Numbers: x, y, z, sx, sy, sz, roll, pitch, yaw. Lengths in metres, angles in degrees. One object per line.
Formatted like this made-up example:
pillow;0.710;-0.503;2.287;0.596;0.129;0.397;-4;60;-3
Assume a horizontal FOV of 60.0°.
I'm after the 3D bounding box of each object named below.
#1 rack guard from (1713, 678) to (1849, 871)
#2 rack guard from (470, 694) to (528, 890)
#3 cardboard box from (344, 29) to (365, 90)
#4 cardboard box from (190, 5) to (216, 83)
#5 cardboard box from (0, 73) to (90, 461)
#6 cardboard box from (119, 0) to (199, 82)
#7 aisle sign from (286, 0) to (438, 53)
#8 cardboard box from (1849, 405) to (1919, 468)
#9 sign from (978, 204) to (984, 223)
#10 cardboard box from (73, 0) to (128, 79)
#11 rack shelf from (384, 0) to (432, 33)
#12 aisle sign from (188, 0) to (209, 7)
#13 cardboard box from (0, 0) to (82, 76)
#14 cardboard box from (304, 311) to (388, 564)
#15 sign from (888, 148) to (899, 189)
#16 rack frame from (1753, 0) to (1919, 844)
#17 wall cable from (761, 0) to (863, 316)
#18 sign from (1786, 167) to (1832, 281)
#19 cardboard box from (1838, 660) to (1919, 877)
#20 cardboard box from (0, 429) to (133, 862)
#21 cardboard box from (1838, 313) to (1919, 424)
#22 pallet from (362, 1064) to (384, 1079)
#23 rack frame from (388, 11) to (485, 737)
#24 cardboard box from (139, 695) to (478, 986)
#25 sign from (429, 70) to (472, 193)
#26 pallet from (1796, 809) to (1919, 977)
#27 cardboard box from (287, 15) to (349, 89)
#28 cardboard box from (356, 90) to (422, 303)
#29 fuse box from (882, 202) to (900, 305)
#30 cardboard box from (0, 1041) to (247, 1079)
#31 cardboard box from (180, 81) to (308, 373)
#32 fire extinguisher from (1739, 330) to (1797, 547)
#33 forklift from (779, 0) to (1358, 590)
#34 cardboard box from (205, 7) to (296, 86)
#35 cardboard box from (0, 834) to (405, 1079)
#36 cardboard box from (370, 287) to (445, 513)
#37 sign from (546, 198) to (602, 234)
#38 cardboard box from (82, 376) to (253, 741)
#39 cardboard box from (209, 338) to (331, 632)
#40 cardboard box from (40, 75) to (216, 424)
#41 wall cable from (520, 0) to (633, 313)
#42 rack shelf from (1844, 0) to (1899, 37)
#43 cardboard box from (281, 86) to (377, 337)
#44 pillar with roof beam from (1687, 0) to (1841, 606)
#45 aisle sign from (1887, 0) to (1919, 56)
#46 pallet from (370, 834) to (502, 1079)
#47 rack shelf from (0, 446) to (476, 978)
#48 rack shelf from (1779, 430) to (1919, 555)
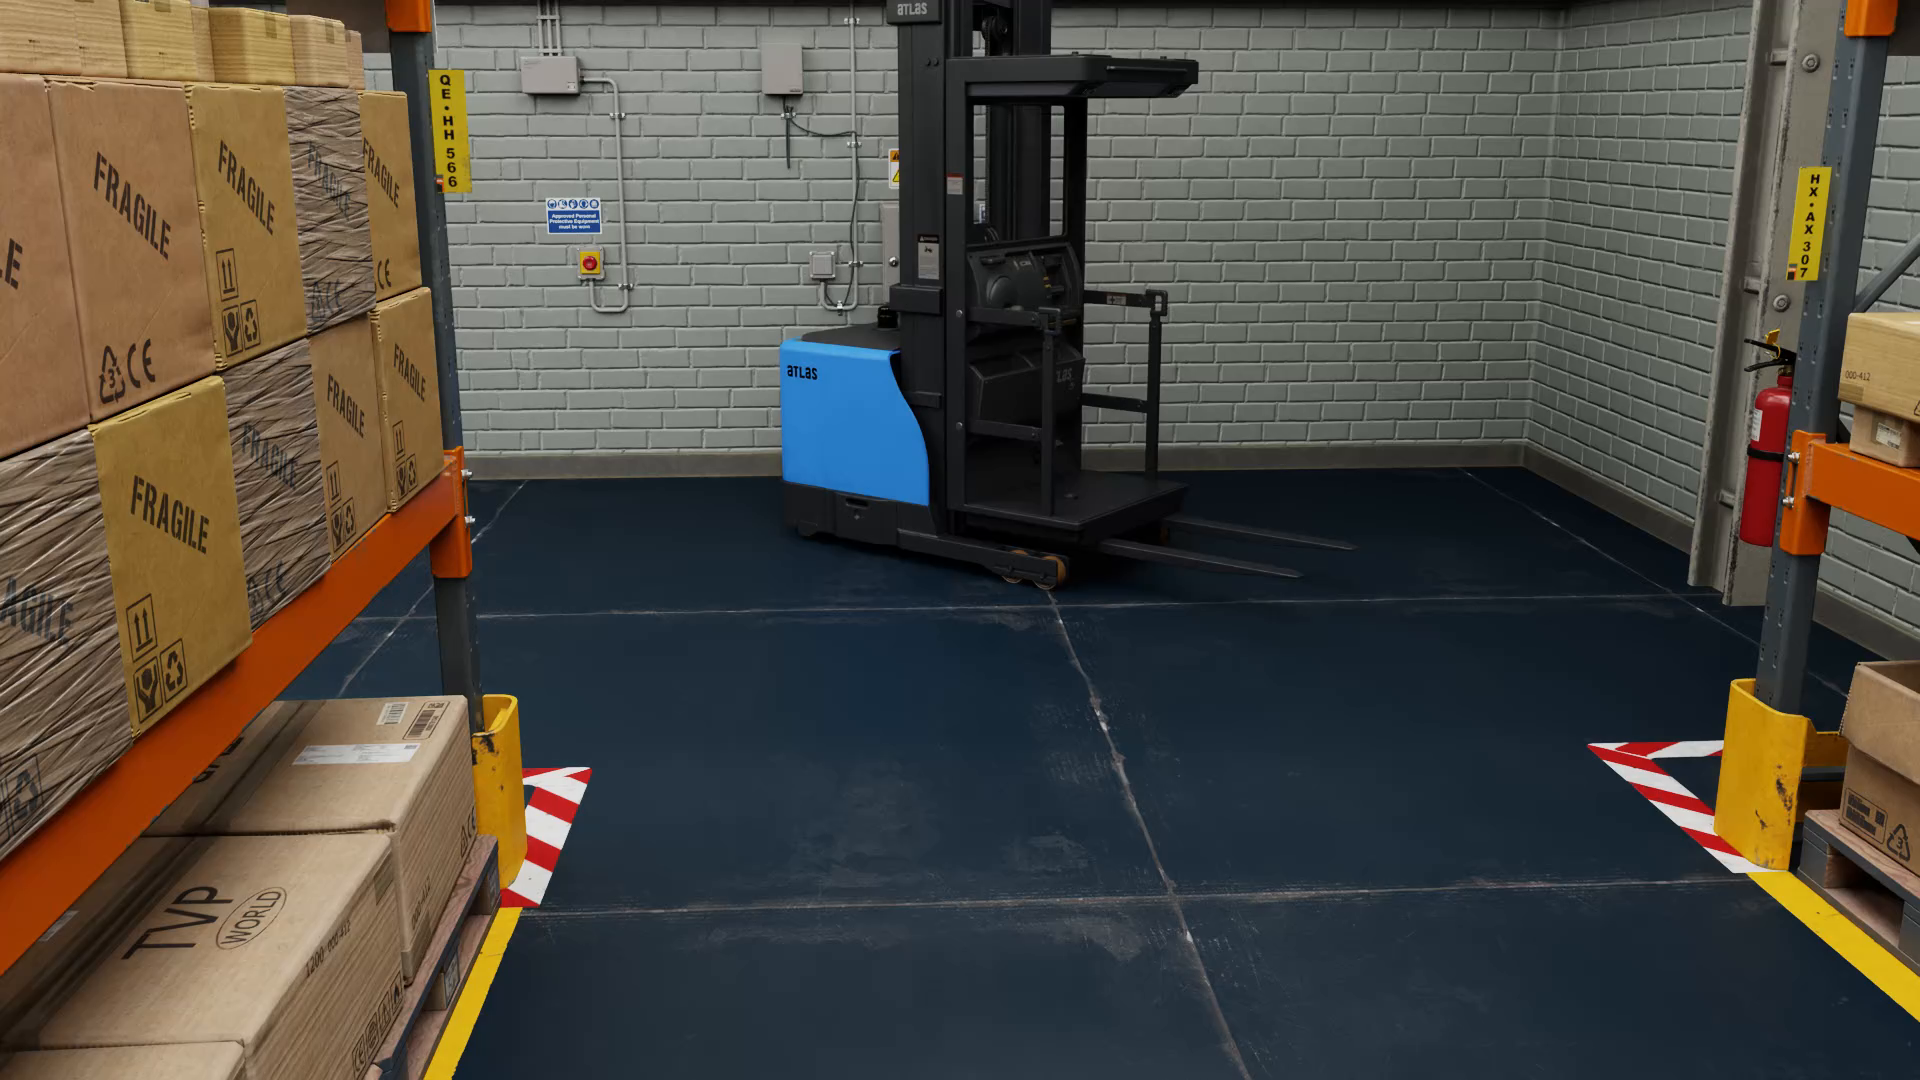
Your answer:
rack guard;3.024;0.719;5.227;1.175;0.500;0.348;-1;14;-3
rack guard;-1.936;0.772;5.022;1.175;0.500;0.348;-1;14;-3
cardboard box;-1.712;-1.193;4.135;0.380;0.149;0.250;-1;14;-3
cardboard box;-1.653;-0.938;3.143;0.380;0.149;0.250;-1;14;-4
cardboard box;-1.520;-0.346;2.143;0.500;0.500;0.500;-1;14;-2
cardboard box;-1.579;-0.877;2.904;0.380;0.149;0.250;-1;14;-2
aisle sign;-1.630;-1.714;4.452;0.394;0.787;0.004;-1;14;-3
cardboard box;2.766;-0.302;4.686;0.380;0.149;0.250;-1;14;-4
sign;0.279;-1.844;10.363;0.329;0.494;0.001;-1;14;-3
cardboard box;-1.581;-0.811;2.650;0.380;0.149;0.250;0;14;-2
rack shelf;-1.811;-1.039;2.470;1.077;0.370;4.000;-1;14;-3
aisle sign;-2.228;-1.705;4.416;0.394;0.787;0.004;-1;14;-3
cardboard box;-1.523;-0.746;2.397;0.380;0.149;0.250;-1;14;-3
cardboard box;-1.624;-0.240;3.738;0.500;0.500;0.500;-1;14;-5
sign;-0.270;-2.281;10.215;0.339;0.242;0.001;-1;14;-3
rack frame;3.019;-0.510;4.989;1.000;3.000;0.127;-1;14;-3
wall cable;-0.892;-2.351;10.106;0.588;1.984;0.122;-1;14;-3
sign;2.478;-0.921;4.848;0.100;0.325;0.005;-1;14;-3
cardboard box;2.963;0.649;4.651;0.797;0.503;0.637;-1;15;-6
cardboard box;-1.506;0.144;2.245;0.500;0.500;0.500;-1;14;-3
cardboard box;2.779;-0.464;4.516;0.500;0.250;0.500;-1;14;-3
pallet;-1.734;1.418;3.090;1.003;0.211;1.213;-1;14;-3
rack frame;-1.935;-0.432;4.687;1.000;3.000;0.127;-1;14;-3
cardboard box;-1.794;0.768;4.322;0.875;0.438;0.875;-1;14;-5
sign;-1.392;-1.113;4.533;0.100;0.325;0.005;-1;14;-3
pallet;3.074;1.058;4.492;1.003;0.211;1.213;-1;14;-3
cardboard box;-1.573;-1.067;3.646;0.380;0.149;0.250;-1;14;-4
cardboard box;-1.667;-0.849;4.099;0.500;0.500;0.500;0;14;-2
fuse box;-0.202;-1.207;10.282;0.539;1.711;0.414;-1;14;-3
cardboard box;-1.675;1.219;2.566;0.875;0.438;0.875;-1;14;-5
cardboard box;-1.578;-0.596;3.117;0.500;0.500;0.500;-1;14;-4
fire extinguisher;2.549;-0.321;5.159;0.296;0.674;0.183;-1;14;-3
forklift;0.504;-1.326;8.300;3.031;2.935;1.130;10;18;35
cardboard box;-1.598;-1.004;3.400;0.380;0.149;0.250;-1;14;-2
cardboard box;-1.729;0.995;3.438;0.875;0.438;0.875;0;14;-2
cardboard box;-1.640;-0.365;4.224;0.500;0.500;0.500;-1;14;-3
sign;-2.359;-1.980;10.159;0.327;0.218;0.001;-1;14;-3
cardboard box;-1.538;0.016;2.743;0.500;0.500;0.500;0;14;-2
cardboard box;-1.583;-0.112;3.242;0.500;0.500;0.500;0;14;-2
cardboard box;-1.549;-0.471;2.631;0.500;0.500;0.500;-1;14;-4
wall cable;-2.307;-2.342;10.006;0.585;1.953;0.123;-1;14;-3
rack shelf;3.143;-1.117;2.771;1.077;0.370;4.000;-1;14;-3
cardboard box;-1.605;-0.719;3.595;0.500;0.500;0.500;-1;14;-3
pillar with roof beam;-0.545;-4.033;6.643;9.100;9.000;0.400;-1;14;-3
aisle sign;2.722;-1.781;4.713;0.394;0.787;0.004;-1;14;-3
pallet;-1.807;1.116;4.267;1.003;0.211;1.213;-1;14;-3
rack shelf;-1.811;0.413;2.844;1.077;0.370;4.000;-1;14;-3
rack shelf;3.143;0.336;3.145;1.077;0.370;4.000;-1;14;-3
